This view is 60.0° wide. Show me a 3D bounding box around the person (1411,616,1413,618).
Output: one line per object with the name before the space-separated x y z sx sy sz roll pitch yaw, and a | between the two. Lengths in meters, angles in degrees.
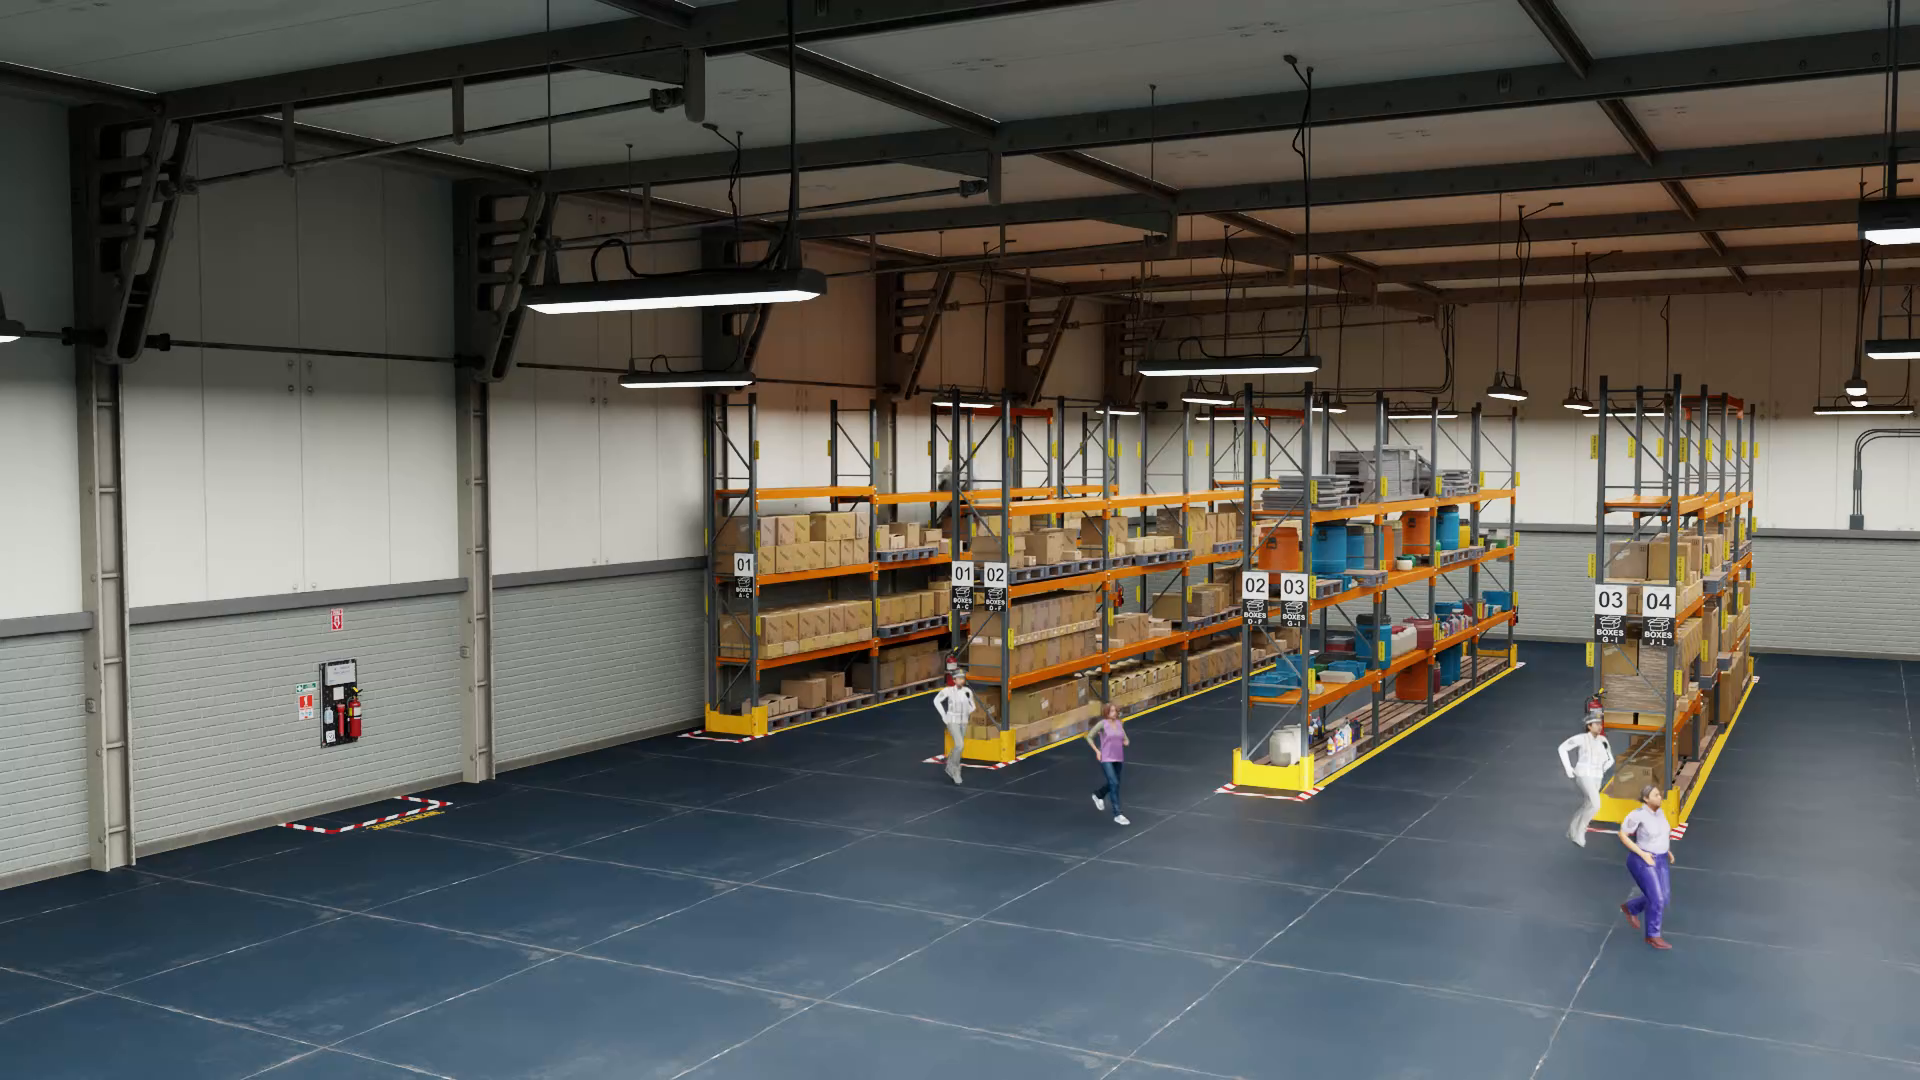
person | 11.509 2.925 23.231 3.913 1.644 21.359 -1 3 -23

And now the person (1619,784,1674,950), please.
person | 6.957 3.288 16.910 0.614 1.629 0.659 -2 4 -32

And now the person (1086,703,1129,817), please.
person | 1.998 2.940 22.434 0.542 1.505 0.759 -2 4 -33

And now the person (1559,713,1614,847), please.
person | 7.998 3.024 21.095 0.608 1.668 0.611 -1 3 -25

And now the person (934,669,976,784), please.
person | -0.062 2.801 25.134 0.574 1.733 0.700 -2 4 -30
